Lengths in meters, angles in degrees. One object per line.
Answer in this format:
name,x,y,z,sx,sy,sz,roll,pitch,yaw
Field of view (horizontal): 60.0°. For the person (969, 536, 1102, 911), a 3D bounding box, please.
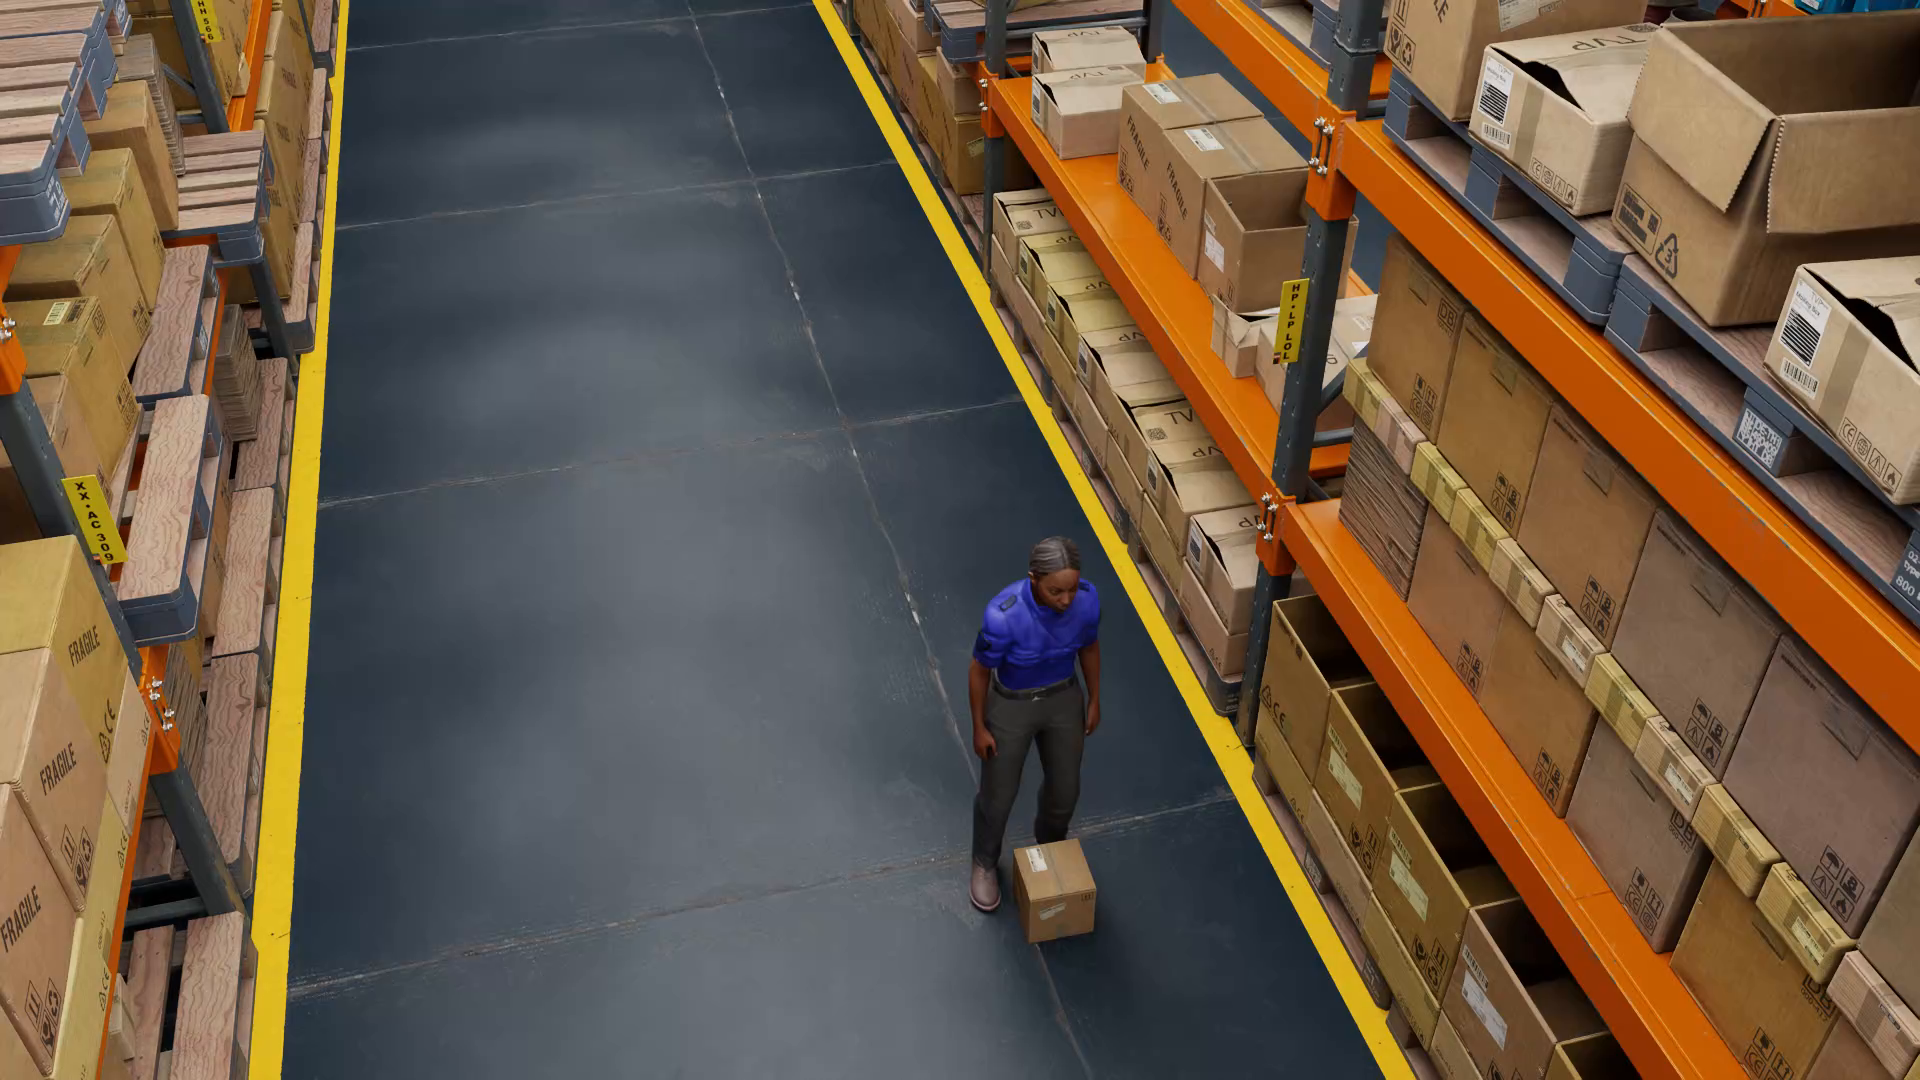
person,0.261,0.627,5.939,0.524,1.639,0.352,-12,40,-15
